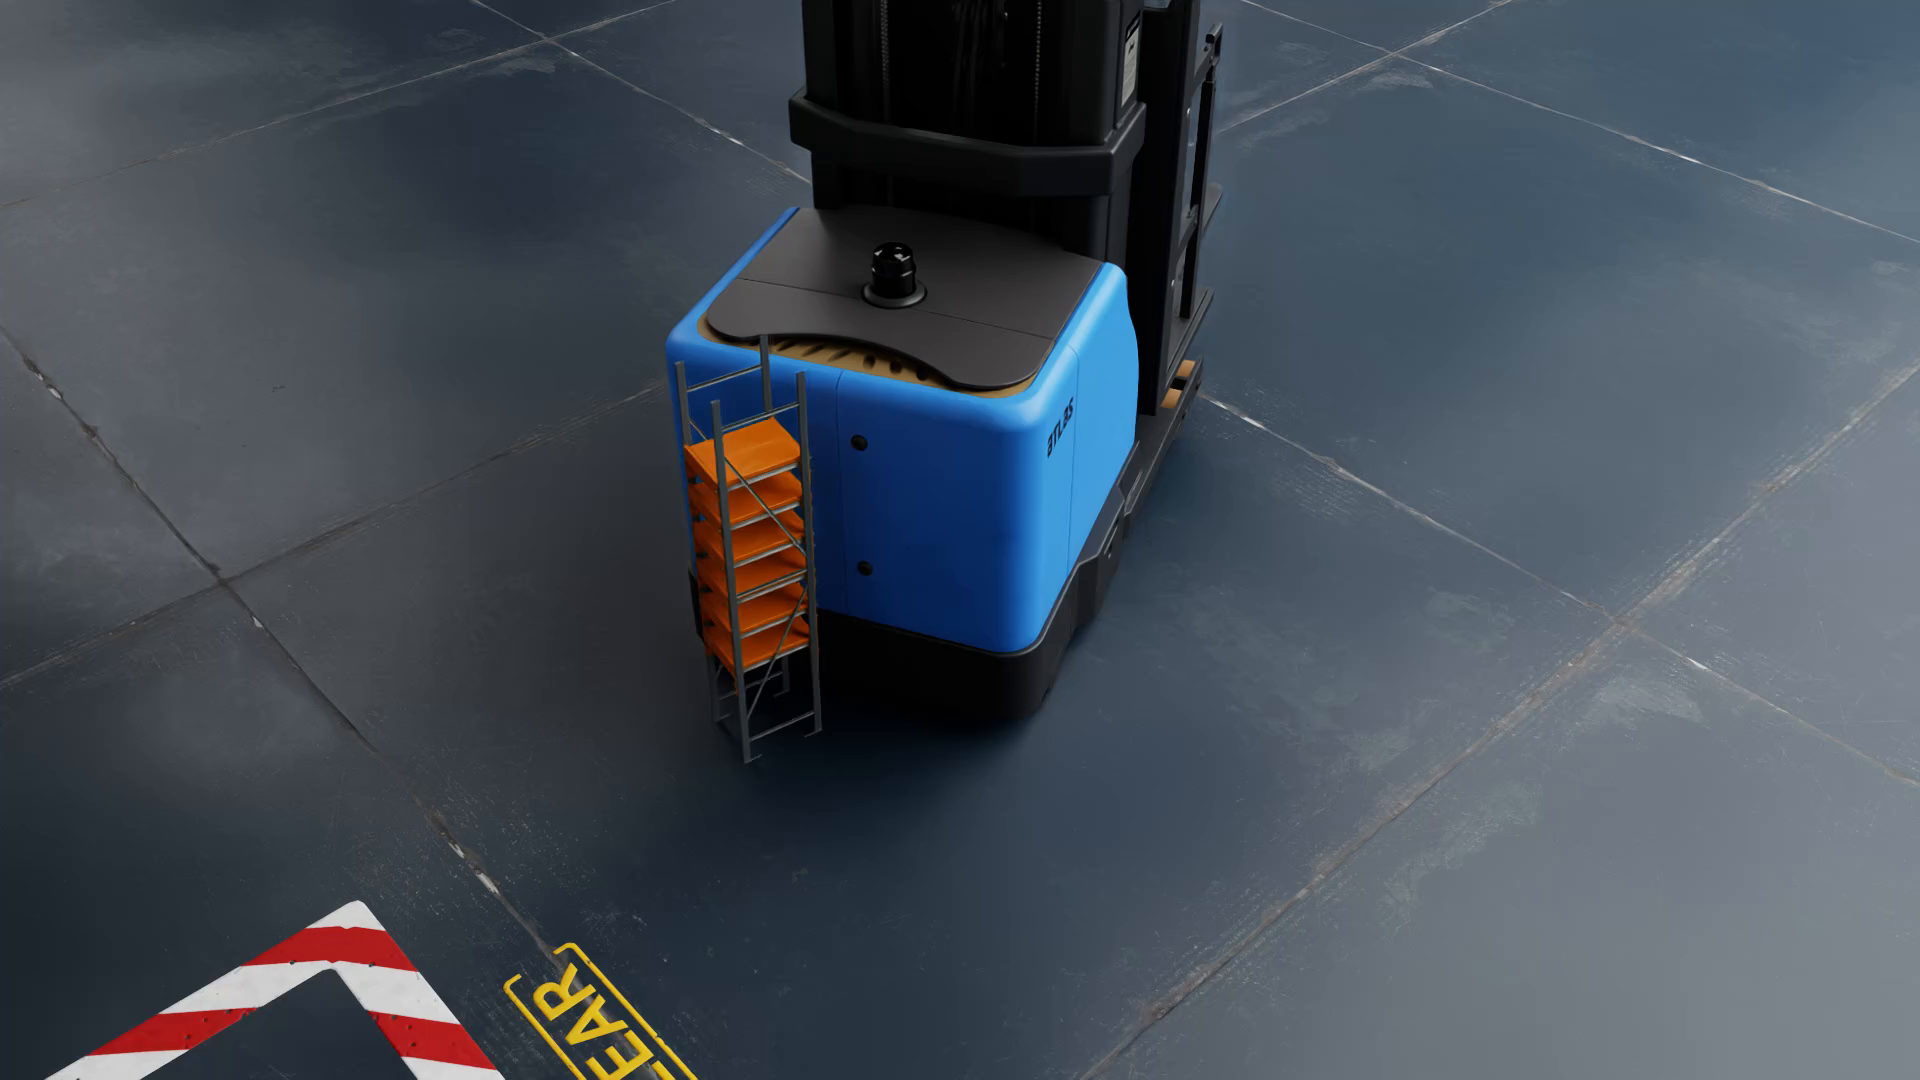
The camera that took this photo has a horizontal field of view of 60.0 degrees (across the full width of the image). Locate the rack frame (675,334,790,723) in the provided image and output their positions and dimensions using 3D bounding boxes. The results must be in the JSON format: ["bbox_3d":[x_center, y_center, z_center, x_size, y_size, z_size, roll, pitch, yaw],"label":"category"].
[{"bbox_3d":[-0.573,0.009,4.295,0.240,1.200,0.006,-22,45,-25],"label":"rack frame"}]

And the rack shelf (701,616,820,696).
[{"bbox_3d":[-0.529,0.277,4.421,0.258,0.103,0.180,-22,45,-25],"label":"rack shelf"}]

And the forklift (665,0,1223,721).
[{"bbox_3d":[0.215,-1.577,4.891,1.130,2.935,3.031,13,41,16],"label":"forklift"}]

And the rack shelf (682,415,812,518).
[{"bbox_3d":[-0.516,-0.182,4.034,0.258,0.103,0.180,-22,45,-25],"label":"rack shelf"}]

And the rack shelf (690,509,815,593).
[{"bbox_3d":[-0.521,0.001,4.189,0.258,0.103,0.180,-22,45,-25],"label":"rack shelf"}]

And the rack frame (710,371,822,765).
[{"bbox_3d":[-0.473,0.109,4.179,0.240,1.200,0.006,-22,45,-25],"label":"rack frame"}]

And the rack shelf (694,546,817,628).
[{"bbox_3d":[-0.524,0.093,4.266,0.258,0.103,0.180,-22,45,-25],"label":"rack shelf"}]

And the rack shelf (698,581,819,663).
[{"bbox_3d":[-0.526,0.185,4.343,0.258,0.103,0.180,-22,45,-25],"label":"rack shelf"}]

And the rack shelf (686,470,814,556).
[{"bbox_3d":[-0.519,-0.090,4.111,0.258,0.103,0.180,-22,45,-25],"label":"rack shelf"}]

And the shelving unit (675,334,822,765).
[{"bbox_3d":[-0.523,0.059,4.237,0.258,1.200,0.189,-22,45,-25],"label":"shelving unit"}]
